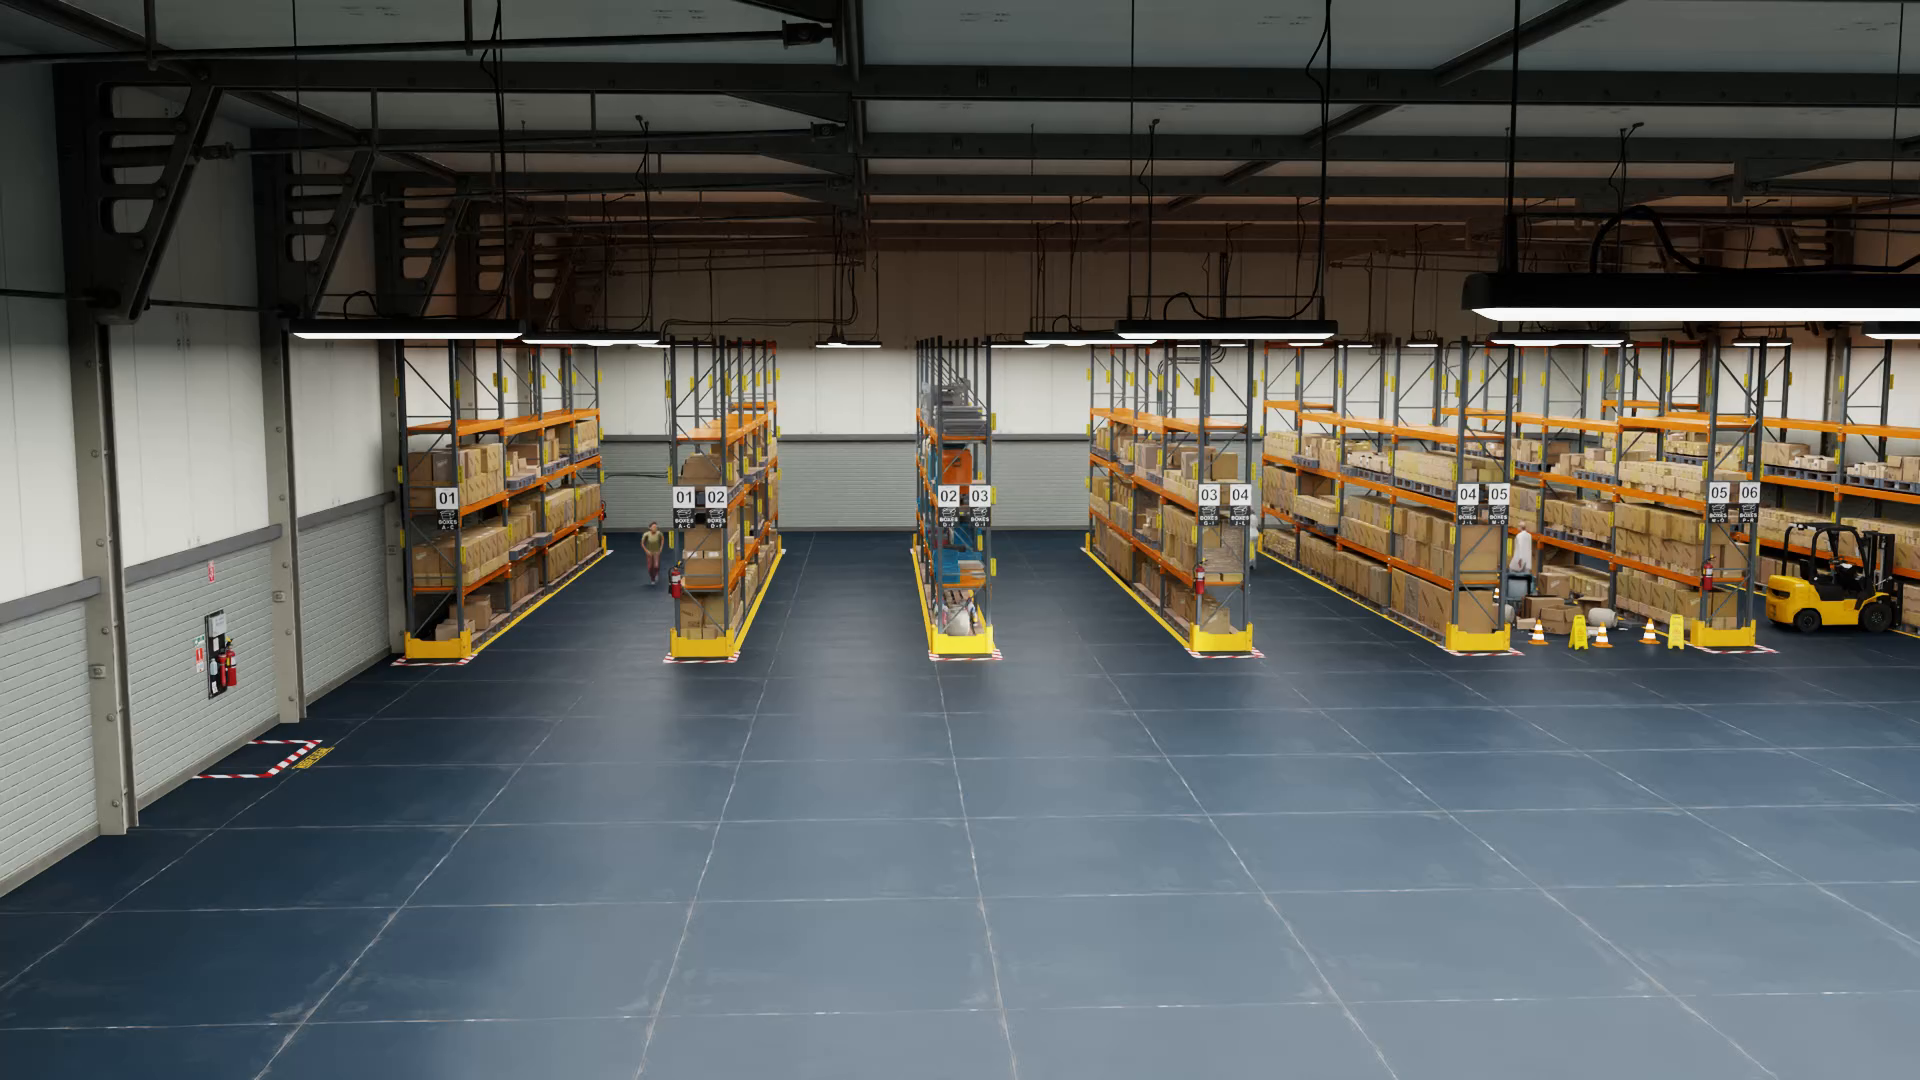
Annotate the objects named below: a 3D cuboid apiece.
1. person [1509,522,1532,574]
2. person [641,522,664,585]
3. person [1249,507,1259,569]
[{"bbox_3d":[13.059,0.586,38.494,0.573,1.620,0.595,-2,7,-16],"label":"person"},{"bbox_3d":[-7.521,0.326,40.713,0.552,1.576,0.591,-1,7,-6],"label":"person"},{"bbox_3d":[7.615,-0.055,43.633,0.536,1.663,0.443,-6,9,-44],"label":"person"}]
